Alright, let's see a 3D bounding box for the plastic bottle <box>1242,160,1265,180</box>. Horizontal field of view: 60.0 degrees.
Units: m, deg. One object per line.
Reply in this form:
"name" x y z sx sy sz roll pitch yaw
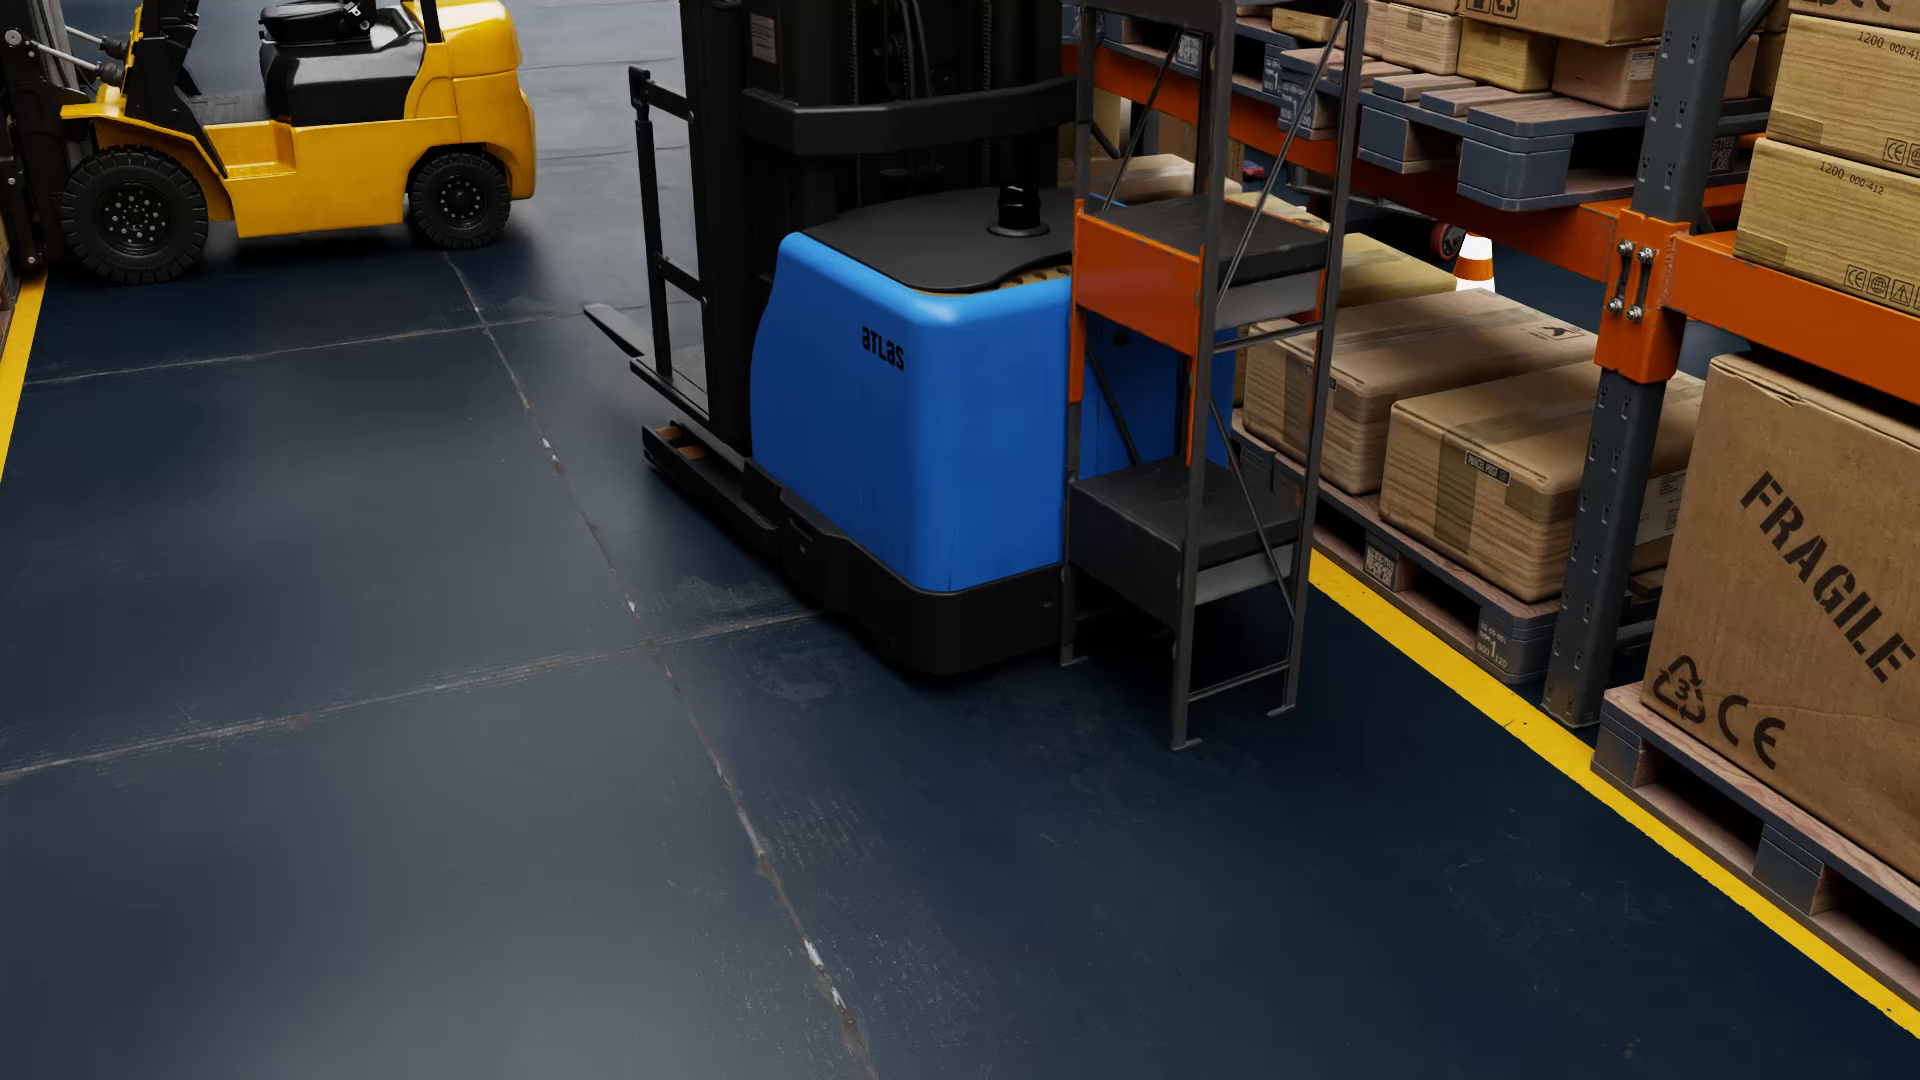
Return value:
"plastic bottle" 1.651 -2.104 9.489 0.133 0.061 0.283 -6 27 -12

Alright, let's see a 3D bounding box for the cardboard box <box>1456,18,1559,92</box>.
"cardboard box" 1.481 -1.230 4.158 0.380 0.149 0.250 -10 28 -20

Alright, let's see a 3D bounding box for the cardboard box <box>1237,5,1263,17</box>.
"cardboard box" 0.973 -1.746 5.215 0.380 0.149 0.250 -12 28 -22

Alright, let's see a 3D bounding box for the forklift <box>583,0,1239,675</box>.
"forklift" -0.430 -1.565 5.115 1.130 2.935 3.031 -15 30 -28

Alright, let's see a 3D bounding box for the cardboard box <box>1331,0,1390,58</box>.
"cardboard box" 1.250 -1.427 4.561 0.380 0.149 0.250 -12 28 -23

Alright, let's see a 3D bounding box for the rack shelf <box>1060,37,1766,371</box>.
"rack shelf" 1.214 -1.451 5.622 1.077 0.370 4.000 -11 28 -21

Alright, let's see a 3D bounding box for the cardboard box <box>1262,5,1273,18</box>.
"cardboard box" 1.147 -1.659 5.036 0.380 0.149 0.250 -10 28 -20

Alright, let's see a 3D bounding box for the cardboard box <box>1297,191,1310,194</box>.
"cardboard box" 2.087 -2.050 9.147 0.396 0.266 0.258 13 29 24

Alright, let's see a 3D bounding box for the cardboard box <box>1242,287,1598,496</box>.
"cardboard box" 1.489 -0.501 5.373 0.950 0.372 0.625 -11 28 -22

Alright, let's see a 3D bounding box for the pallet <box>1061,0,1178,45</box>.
"pallet" 0.596 -2.161 6.477 1.003 0.211 1.213 -11 28 -21

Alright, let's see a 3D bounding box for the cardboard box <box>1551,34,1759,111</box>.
"cardboard box" 1.652 -1.134 3.962 0.380 0.149 0.250 -10 28 -19

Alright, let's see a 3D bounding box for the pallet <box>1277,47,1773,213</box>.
"pallet" 1.620 -1.150 4.404 1.213 0.211 1.003 -11 28 -21

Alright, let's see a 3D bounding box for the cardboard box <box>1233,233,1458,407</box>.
"cardboard box" 1.197 -0.808 6.002 0.950 0.372 0.625 -10 28 -19

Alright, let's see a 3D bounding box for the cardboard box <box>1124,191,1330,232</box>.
"cardboard box" 0.923 -1.088 6.576 0.950 0.372 0.625 -9 27 -17

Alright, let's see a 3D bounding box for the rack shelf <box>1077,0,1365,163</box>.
"rack shelf" 0.573 -1.165 3.679 0.431 0.518 0.480 -15 30 -28

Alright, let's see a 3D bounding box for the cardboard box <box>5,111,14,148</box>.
"cardboard box" -4.815 -1.967 7.946 0.500 0.250 0.500 -11 28 -22

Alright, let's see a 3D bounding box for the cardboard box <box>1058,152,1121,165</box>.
"cardboard box" 0.448 -1.819 8.212 0.500 0.250 0.500 -12 28 -23

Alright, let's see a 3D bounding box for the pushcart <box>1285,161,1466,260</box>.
"pushcart" 2.509 -1.815 8.537 1.648 0.377 0.936 -22 34 -38

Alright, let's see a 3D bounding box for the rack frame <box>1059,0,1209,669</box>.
"rack frame" 0.445 -0.640 4.167 0.400 2.100 0.015 -15 30 -28

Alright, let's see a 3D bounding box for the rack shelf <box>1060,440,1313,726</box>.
"rack shelf" 0.573 0.093 4.294 0.431 0.518 0.480 -15 30 -28

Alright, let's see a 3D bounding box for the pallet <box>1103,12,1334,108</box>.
"pallet" 1.184 -1.672 5.475 1.003 0.211 1.213 -11 28 -21

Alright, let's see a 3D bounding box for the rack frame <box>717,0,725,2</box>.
"rack frame" -1.136 -4.196 10.425 1.000 3.000 0.127 -11 28 -21

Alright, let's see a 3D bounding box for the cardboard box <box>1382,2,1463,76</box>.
"cardboard box" 1.341 -1.324 4.350 0.380 0.149 0.250 -11 28 -21

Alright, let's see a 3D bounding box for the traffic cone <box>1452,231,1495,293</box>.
"traffic cone" 2.204 -1.181 7.142 0.336 0.463 0.334 -11 28 -21

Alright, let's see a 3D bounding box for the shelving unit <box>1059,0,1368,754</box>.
"shelving unit" 0.573 -0.549 3.981 0.431 2.100 0.503 -15 30 -28

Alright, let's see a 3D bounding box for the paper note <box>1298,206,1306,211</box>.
"paper note" 1.793 -1.754 8.808 0.148 0.019 0.142 -11 28 -21

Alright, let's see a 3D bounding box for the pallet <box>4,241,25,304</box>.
"pallet" -4.890 -1.295 7.662 1.003 0.211 1.213 -11 28 -21

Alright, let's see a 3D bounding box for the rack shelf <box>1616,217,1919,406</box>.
"rack shelf" 2.780 0.164 2.315 1.077 0.370 4.000 -11 28 -21

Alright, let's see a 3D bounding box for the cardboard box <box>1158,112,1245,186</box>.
"cardboard box" 1.263 -2.125 9.030 0.500 0.500 0.500 8 27 15

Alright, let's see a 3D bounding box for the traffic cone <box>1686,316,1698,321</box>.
"traffic cone" 3.238 -1.236 7.254 0.336 0.463 0.334 -11 28 -21

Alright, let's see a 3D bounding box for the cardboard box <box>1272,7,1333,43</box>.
"cardboard box" 1.129 -1.536 4.784 0.380 0.149 0.250 -10 28 -20

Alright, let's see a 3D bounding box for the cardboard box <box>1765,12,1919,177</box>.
"cardboard box" 1.968 -0.877 3.228 0.500 0.250 0.500 -11 28 -21

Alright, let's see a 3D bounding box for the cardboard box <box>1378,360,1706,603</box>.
"cardboard box" 1.785 -0.204 4.766 0.950 0.372 0.625 -13 29 -24

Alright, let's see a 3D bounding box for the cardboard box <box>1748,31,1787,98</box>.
"cardboard box" 2.041 -1.205 4.108 0.380 0.149 0.250 -12 29 -24

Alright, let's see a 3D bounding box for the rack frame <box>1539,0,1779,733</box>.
"rack frame" 1.997 -0.966 3.810 1.000 3.000 0.127 -11 28 -21

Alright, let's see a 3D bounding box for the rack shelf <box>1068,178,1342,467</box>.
"rack shelf" 0.573 -0.536 3.987 0.431 0.518 0.480 -15 30 -28

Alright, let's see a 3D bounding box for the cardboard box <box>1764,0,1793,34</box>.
"cardboard box" 2.034 -1.555 4.085 0.500 0.500 0.500 -11 28 -22

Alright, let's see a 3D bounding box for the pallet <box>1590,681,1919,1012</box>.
"pallet" 2.237 0.618 3.744 1.003 0.211 1.213 -11 28 -21

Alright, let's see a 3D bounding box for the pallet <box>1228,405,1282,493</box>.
"pallet" 1.219 -0.521 6.076 1.003 0.211 1.213 -11 28 -21

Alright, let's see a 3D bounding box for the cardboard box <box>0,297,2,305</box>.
"cardboard box" -4.020 -0.932 6.396 0.500 0.250 0.500 -10 28 -20

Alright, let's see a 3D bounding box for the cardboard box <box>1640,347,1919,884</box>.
"cardboard box" 2.191 0.093 3.584 0.875 0.875 0.875 -11 28 -21

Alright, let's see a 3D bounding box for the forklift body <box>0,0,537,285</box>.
"forklift body" -3.280 -2.508 7.936 2.313 2.155 1.214 -11 28 -21

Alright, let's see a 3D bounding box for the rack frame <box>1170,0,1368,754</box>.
"rack frame" 0.701 -0.458 3.794 0.400 2.100 0.015 -15 30 -28

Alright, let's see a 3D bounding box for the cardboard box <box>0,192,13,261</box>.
"cardboard box" -4.448 -1.339 7.229 0.500 0.250 0.500 -10 28 -20

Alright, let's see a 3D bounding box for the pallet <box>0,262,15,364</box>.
"pallet" -4.408 -0.802 6.652 1.003 0.211 1.213 -11 28 -21

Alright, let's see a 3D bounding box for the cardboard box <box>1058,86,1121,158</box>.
"cardboard box" 0.448 -2.156 8.047 0.500 0.500 0.500 -9 27 -18

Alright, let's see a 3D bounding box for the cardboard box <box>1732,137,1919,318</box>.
"cardboard box" 1.957 -0.658 3.350 0.500 0.250 0.500 -11 28 -21

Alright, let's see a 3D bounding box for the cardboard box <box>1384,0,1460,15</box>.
"cardboard box" 1.351 -1.676 4.333 0.500 0.500 0.500 -11 28 -21

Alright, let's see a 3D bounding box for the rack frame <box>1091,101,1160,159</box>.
"rack frame" 0.431 -2.581 7.118 1.000 3.000 0.127 -11 28 -21

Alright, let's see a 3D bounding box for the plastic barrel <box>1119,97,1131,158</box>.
"plastic barrel" 1.066 -2.465 9.815 0.512 0.421 0.421 8 27 15

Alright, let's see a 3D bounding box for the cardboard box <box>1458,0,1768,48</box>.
"cardboard box" 1.563 -1.469 3.909 0.500 0.500 0.500 -11 28 -22

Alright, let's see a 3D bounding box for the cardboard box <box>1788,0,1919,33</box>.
"cardboard box" 1.965 -1.219 3.075 0.500 0.500 0.500 -12 28 -22

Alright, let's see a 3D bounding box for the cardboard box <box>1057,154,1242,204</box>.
"cardboard box" 0.638 -1.378 7.169 0.950 0.372 0.625 -10 28 -20

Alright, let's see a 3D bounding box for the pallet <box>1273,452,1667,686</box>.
"pallet" 1.692 -0.029 5.069 1.003 0.211 1.213 -11 28 -21

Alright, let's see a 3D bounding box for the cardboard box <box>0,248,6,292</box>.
"cardboard box" -4.233 -1.134 6.810 0.500 0.250 0.500 -11 28 -22
